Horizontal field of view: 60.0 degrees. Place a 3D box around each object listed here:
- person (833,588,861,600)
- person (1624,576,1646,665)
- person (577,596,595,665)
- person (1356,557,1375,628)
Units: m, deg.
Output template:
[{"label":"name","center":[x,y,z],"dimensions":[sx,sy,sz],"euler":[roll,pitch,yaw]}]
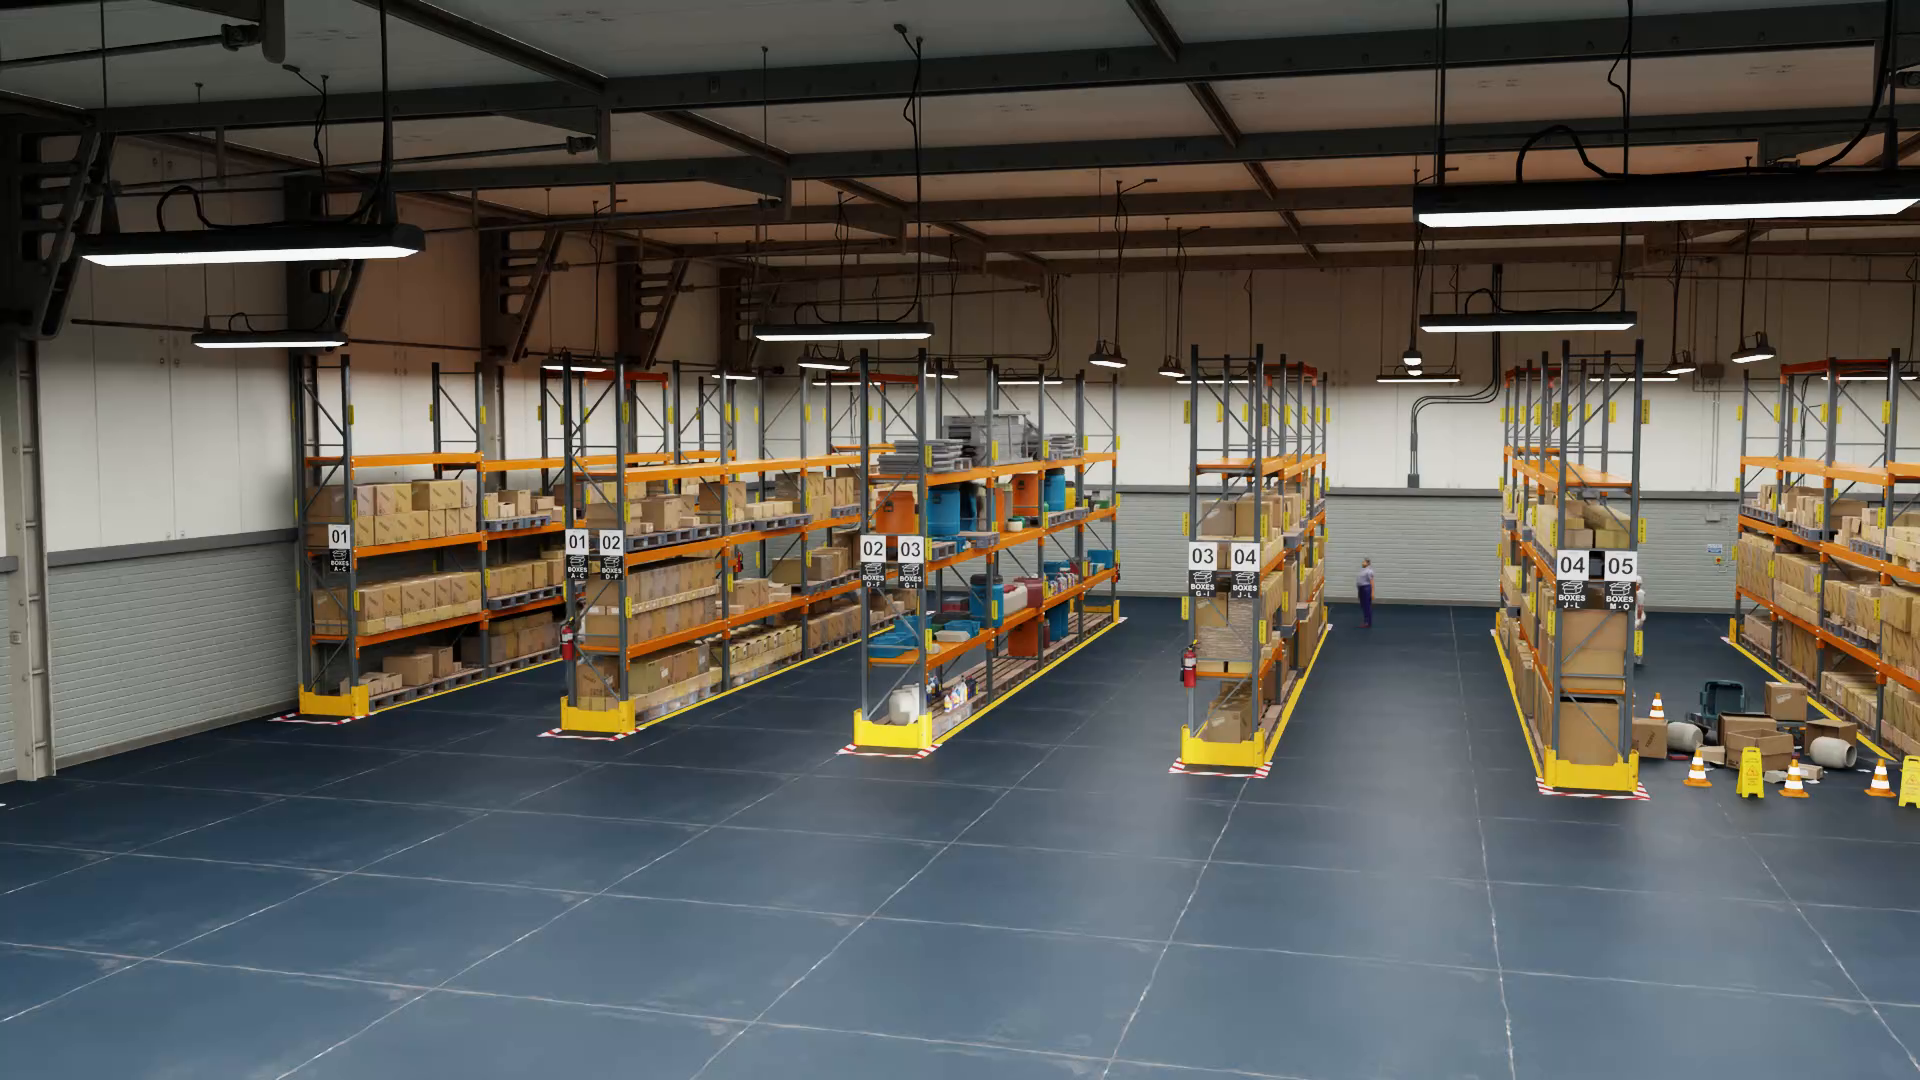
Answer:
[{"label":"person","center":[-2.827,0.867,43.652],"dimensions":[1.032,1.727,0.676],"euler":[2,5,29]},{"label":"person","center":[13.560,1.610,33.447],"dimensions":[0.470,1.792,0.619],"euler":[3,5,30]},{"label":"person","center":[-6.928,1.840,30.772],"dimensions":[0.503,1.685,0.466],"euler":[-4,6,-40]},{"label":"person","center":[9.547,1.234,39.276],"dimensions":[0.380,1.654,0.524],"euler":[-1,4,-9]}]
